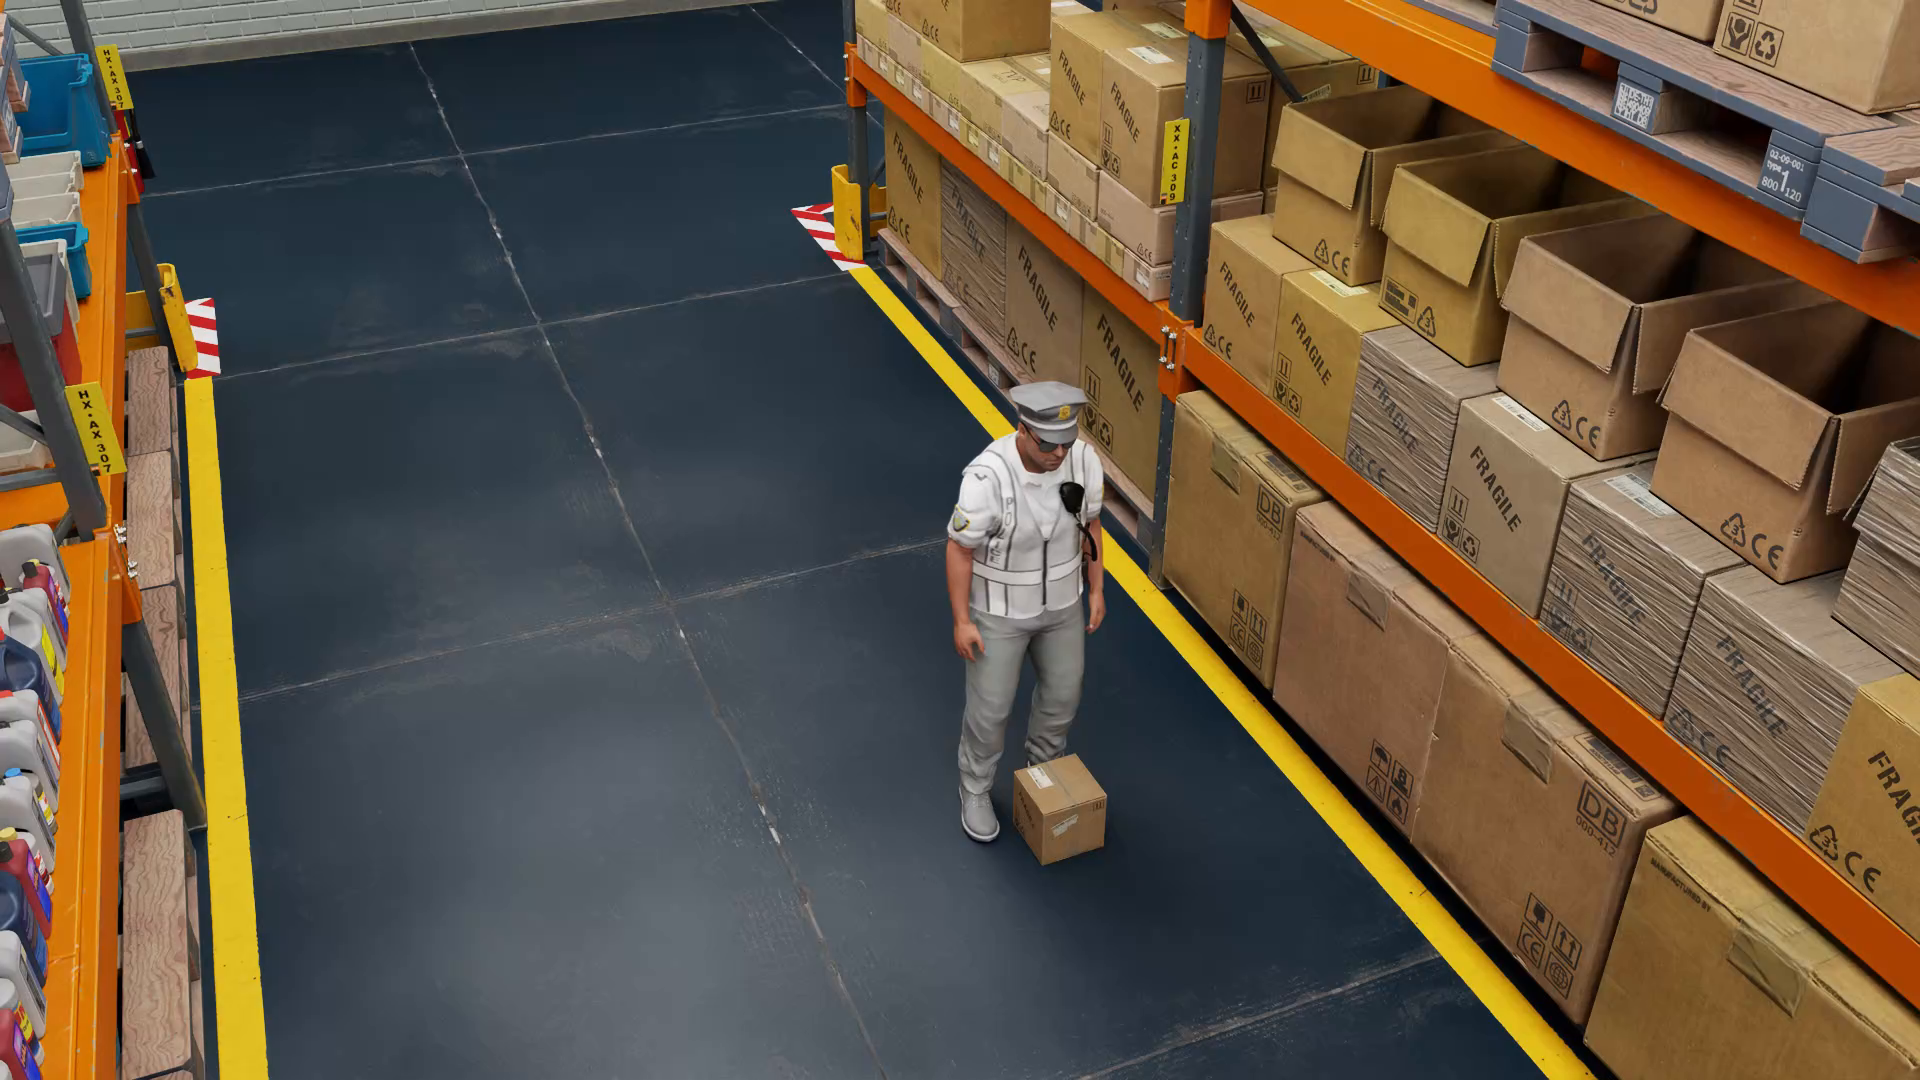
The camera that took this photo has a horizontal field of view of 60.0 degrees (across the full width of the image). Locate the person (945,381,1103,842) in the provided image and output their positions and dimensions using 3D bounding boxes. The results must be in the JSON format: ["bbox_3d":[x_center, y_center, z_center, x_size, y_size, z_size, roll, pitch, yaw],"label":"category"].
[{"bbox_3d":[0.228,0.214,5.808,0.585,1.747,0.443,-13,36,-19],"label":"person"}]
